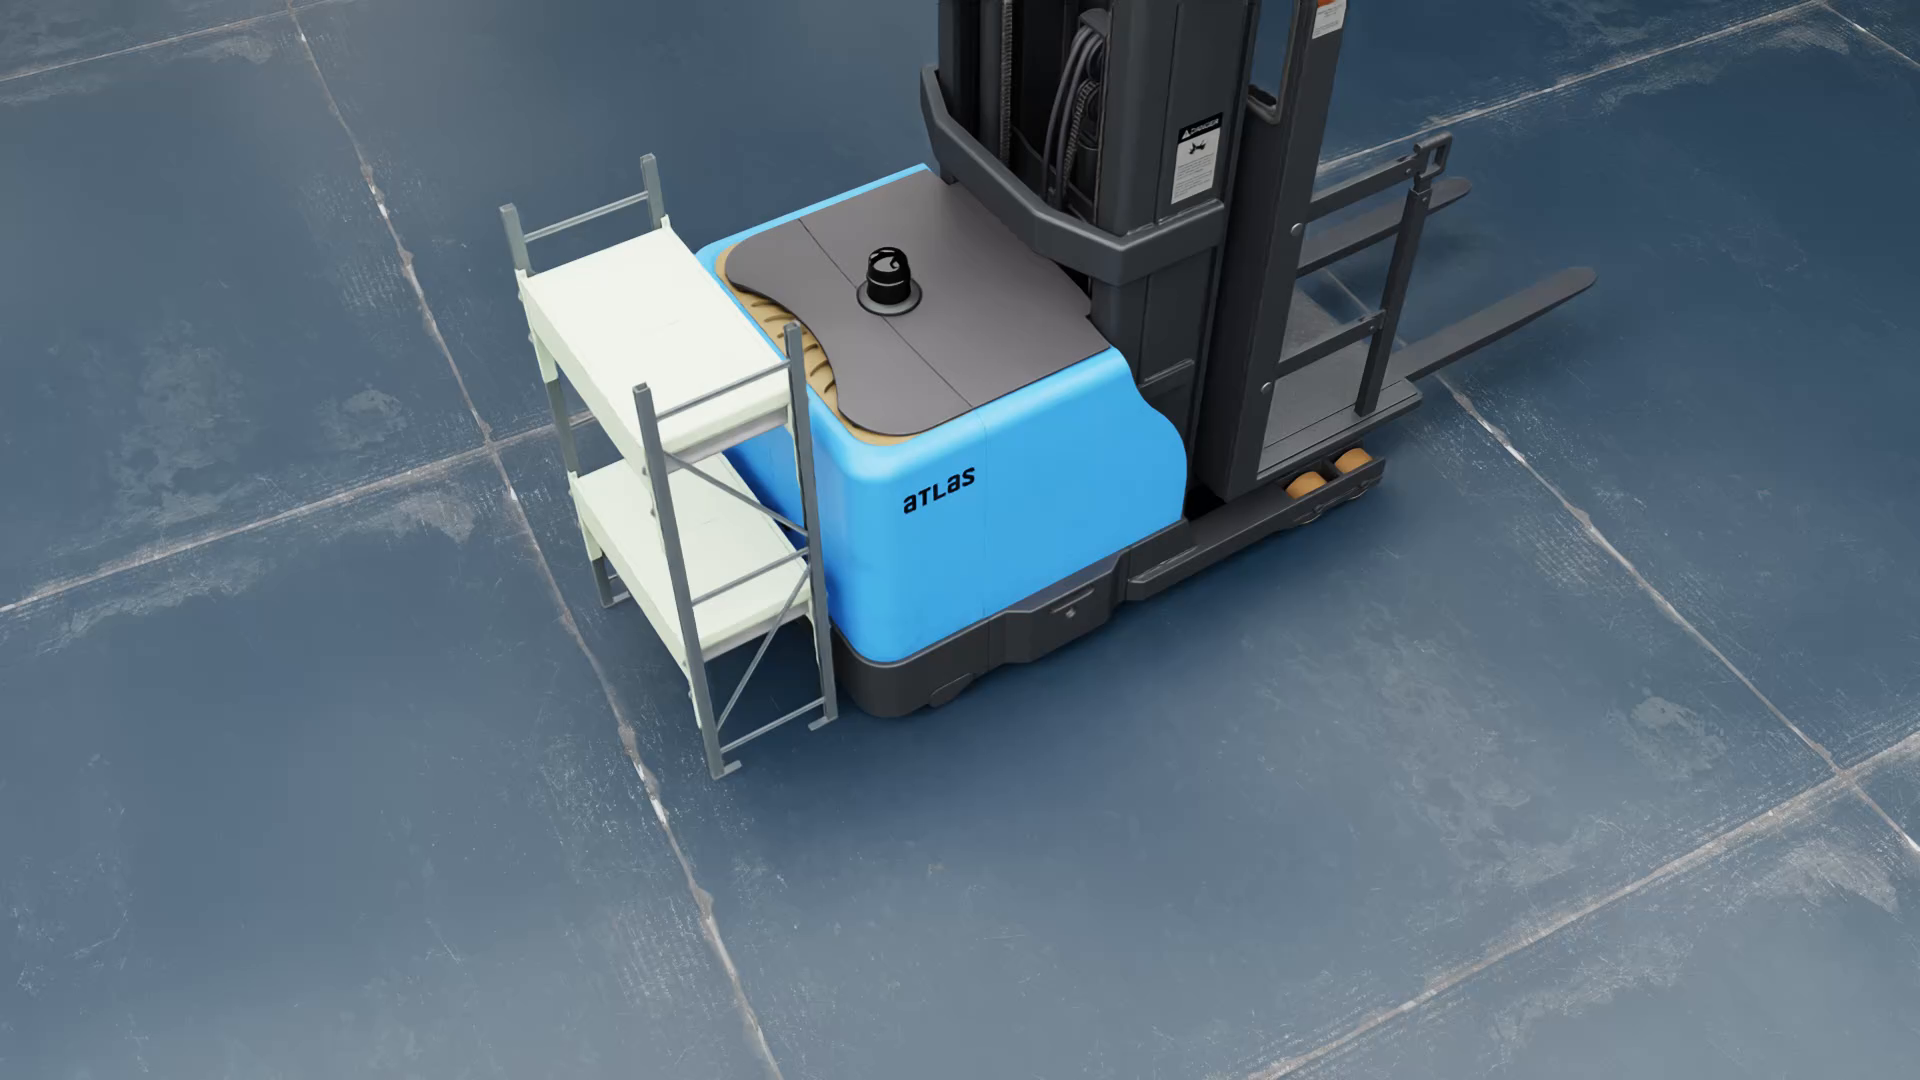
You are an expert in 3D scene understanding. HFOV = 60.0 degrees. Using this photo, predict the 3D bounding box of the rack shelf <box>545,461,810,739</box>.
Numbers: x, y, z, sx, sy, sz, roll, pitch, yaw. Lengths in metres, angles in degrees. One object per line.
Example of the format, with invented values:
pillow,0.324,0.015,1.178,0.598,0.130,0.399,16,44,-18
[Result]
rack shelf,-0.779,0.104,4.596,0.431,0.370,0.720,-26,54,-21

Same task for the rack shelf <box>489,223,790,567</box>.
rack shelf,-0.779,-0.368,4.057,0.431,0.370,0.720,-26,54,-21

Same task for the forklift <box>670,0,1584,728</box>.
forklift,0.699,-1.302,4.442,3.031,2.935,1.130,-26,54,-21

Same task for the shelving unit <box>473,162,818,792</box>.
shelving unit,-0.779,-0.111,4.351,0.431,1.500,0.755,-26,54,-21

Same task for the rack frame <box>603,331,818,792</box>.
rack frame,-0.582,0.121,4.148,0.400,1.500,0.023,-26,54,-21

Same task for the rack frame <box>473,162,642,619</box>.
rack frame,-0.976,-0.343,4.553,0.400,1.500,0.023,-26,54,-21
